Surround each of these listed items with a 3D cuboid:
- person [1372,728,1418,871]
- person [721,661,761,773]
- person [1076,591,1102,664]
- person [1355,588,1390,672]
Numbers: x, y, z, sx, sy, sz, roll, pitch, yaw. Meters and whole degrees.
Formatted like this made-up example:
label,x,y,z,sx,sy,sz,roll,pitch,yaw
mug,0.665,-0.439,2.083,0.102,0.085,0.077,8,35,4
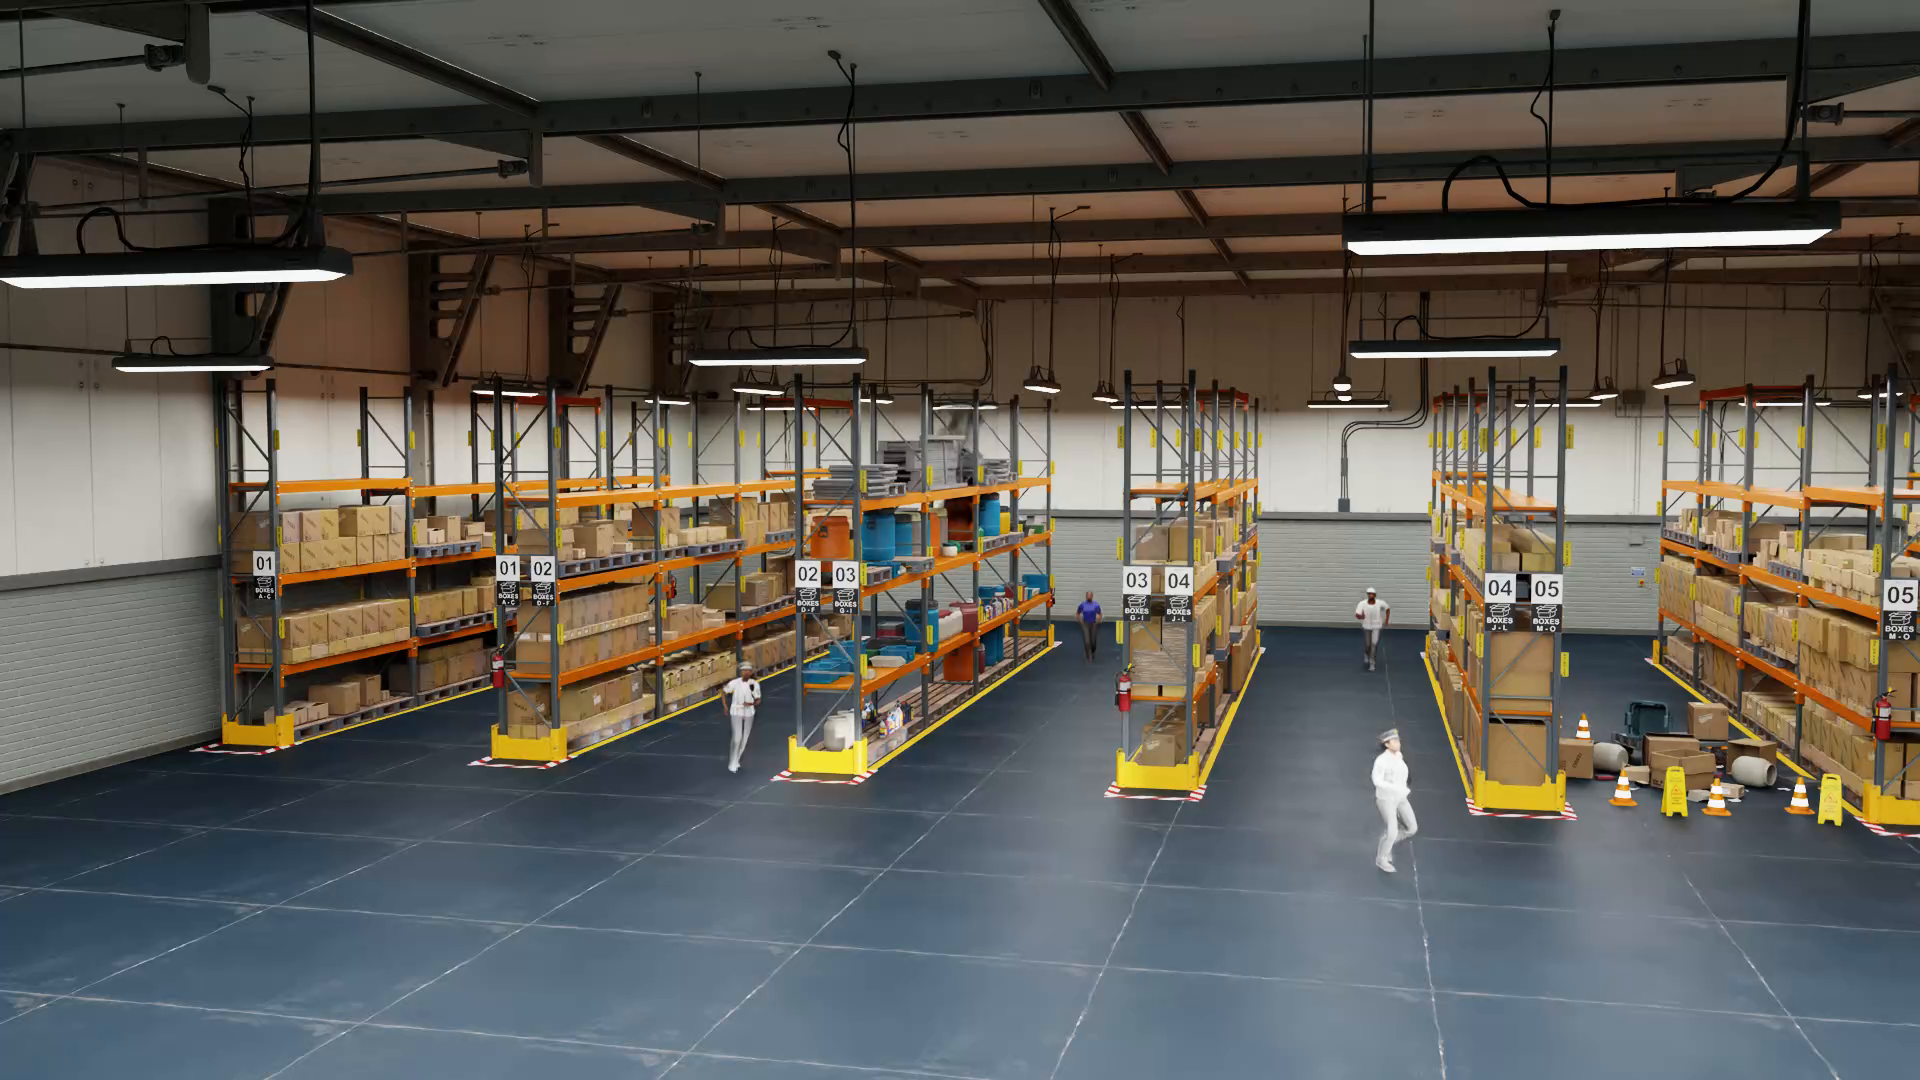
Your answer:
label,x,y,z,sx,sy,sz,roll,pitch,yaw
person,5.049,3.011,19.277,0.669,1.668,0.527,-3,4,-40
person,-3.285,2.668,25.137,0.560,1.685,0.632,-1,4,-21
person,2.900,1.954,37.457,0.585,1.630,0.584,0,3,5
person,9.023,1.933,36.401,0.712,1.791,0.982,1,4,21
